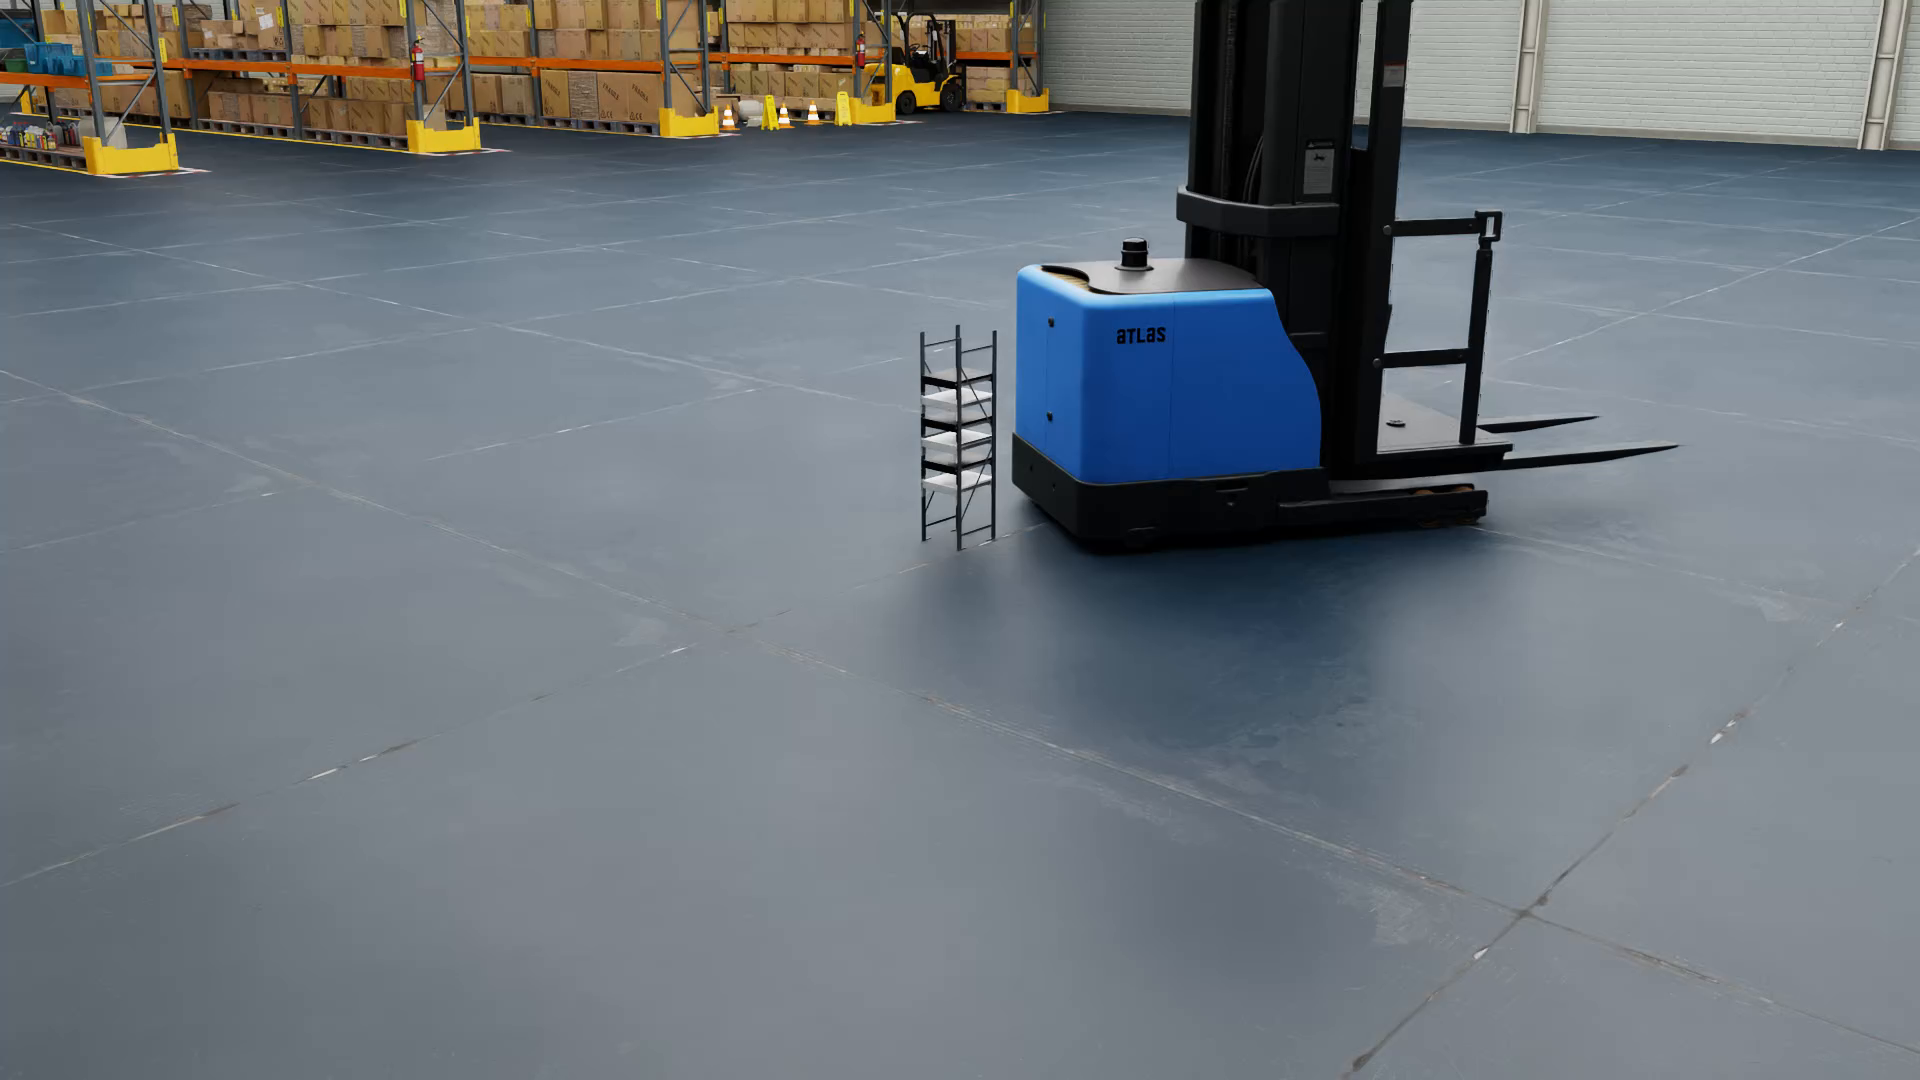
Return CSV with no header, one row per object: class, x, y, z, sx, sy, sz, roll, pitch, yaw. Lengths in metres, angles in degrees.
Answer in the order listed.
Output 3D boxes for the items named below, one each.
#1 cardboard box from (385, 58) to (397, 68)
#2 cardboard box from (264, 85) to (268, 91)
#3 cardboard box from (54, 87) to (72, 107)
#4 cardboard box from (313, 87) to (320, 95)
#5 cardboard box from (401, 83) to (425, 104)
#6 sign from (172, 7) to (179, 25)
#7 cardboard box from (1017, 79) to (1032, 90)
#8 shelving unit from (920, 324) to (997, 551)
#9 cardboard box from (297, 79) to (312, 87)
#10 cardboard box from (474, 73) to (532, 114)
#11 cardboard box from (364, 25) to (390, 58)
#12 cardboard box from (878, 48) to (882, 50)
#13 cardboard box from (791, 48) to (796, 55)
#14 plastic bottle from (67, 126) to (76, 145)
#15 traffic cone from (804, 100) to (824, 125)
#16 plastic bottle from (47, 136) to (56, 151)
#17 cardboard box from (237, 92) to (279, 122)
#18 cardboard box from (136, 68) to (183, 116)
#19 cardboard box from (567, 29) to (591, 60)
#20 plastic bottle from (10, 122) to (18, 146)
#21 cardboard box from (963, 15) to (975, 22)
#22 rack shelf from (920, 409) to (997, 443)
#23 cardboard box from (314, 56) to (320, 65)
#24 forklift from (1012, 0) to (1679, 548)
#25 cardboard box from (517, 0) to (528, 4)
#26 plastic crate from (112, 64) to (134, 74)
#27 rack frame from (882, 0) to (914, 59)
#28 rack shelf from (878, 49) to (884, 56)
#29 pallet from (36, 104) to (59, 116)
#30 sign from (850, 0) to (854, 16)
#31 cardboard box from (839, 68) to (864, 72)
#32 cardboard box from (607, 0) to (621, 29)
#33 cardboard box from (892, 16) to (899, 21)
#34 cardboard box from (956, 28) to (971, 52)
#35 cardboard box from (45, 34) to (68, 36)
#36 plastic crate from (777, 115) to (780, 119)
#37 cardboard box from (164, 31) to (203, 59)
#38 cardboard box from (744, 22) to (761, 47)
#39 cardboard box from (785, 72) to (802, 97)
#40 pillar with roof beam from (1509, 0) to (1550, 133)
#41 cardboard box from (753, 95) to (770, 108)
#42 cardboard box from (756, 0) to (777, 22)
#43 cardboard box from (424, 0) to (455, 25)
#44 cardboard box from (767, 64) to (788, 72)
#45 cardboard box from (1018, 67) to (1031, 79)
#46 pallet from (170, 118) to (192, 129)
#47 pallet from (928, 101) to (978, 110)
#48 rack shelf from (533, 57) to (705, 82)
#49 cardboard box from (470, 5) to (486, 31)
cardboard box,-9.112,-7.764,27.031,0.250,0.149,0.380,15,23,39
cardboard box,-16.565,-10.850,39.869,0.250,0.149,0.380,15,23,39
cardboard box,-19.109,-9.891,36.137,0.875,0.875,0.875,15,23,39
cardboard box,-14.619,-10.321,38.201,0.250,0.149,0.380,14,22,37
cardboard box,-11.636,-9.574,35.758,0.500,0.500,0.500,15,23,39
sign,-14.704,-9.816,31.168,0.005,0.325,0.100,15,23,39
cardboard box,1.302,-10.419,38.008,0.500,0.250,0.500,16,23,40
shelving unit,-0.006,-0.431,6.981,0.210,0.900,0.258,15,23,39
cardboard box,-15.215,-10.627,38.672,0.250,0.149,0.380,14,22,37
cardboard box,-9.221,-9.116,33.901,0.750,0.750,1.050,15,23,39
cardboard box,-9.201,-8.163,27.218,0.500,0.500,0.875,15,23,39
cardboard box,-2.027,-11.923,39.971,0.500,0.250,0.500,16,23,40
cardboard box,-3.328,-10.244,34.848,0.250,0.149,0.380,15,23,39
plastic bottle,-13.527,-6.156,25.314,0.133,0.283,0.061,15,23,39
traffic cone,-2.954,-8.611,33.481,0.334,0.463,0.336,15,23,39
plastic bottle,-13.306,-5.809,24.355,0.097,0.201,0.097,0,18,0
cardboard box,-12.971,-8.058,30.947,0.700,0.500,0.500,-16,24,-41
cardboard box,-15.502,-8.902,33.020,0.875,0.875,1.225,15,23,39
cardboard box,-6.942,-9.449,31.677,0.550,0.550,0.875,15,23,39
plastic bottle,-14.305,-6.158,25.207,0.185,0.351,0.144,16,24,41
cardboard box,0.284,-11.856,37.780,0.250,0.149,0.380,16,23,41
rack shelf,-0.006,-0.485,6.964,0.200,0.077,0.258,15,23,39
cardboard box,-10.808,-8.211,28.441,0.250,0.149,0.380,15,23,39
forklift,1.817,-1.596,7.295,3.031,2.935,1.130,-5,18,-15
cardboard box,-10.815,-13.391,41.457,0.250,0.149,0.380,15,23,38
plastic crate,-12.098,-6.790,23.984,0.250,0.136,0.298,15,23,39
rack frame,-1.476,-11.953,39.816,0.127,3.000,1.000,15,23,39
rack shelf,-2.972,-12.012,41.190,4.000,0.370,1.077,15,23,39
pallet,-19.671,-9.524,36.774,1.213,0.211,1.003,15,23,39
sign,-2.160,-10.607,33.139,0.005,0.325,0.100,15,23,39
cardboard box,-2.449,-11.281,40.930,0.625,0.625,0.875,15,23,39
cardboard box,-6.039,-9.788,30.961,0.550,0.550,0.875,15,23,39
cardboard box,-1.435,-12.320,39.245,0.250,0.149,0.380,16,23,40
cardboard box,0.208,-11.446,38.053,0.500,0.500,0.500,14,23,38
cardboard box,-19.375,-10.705,35.639,0.500,0.250,0.500,14,22,37
plastic crate,-4.138,-8.937,35.139,0.583,0.080,0.402,7,19,21
cardboard box,-14.871,-9.481,31.861,0.500,0.500,0.500,16,24,41
cardboard box,-4.233,-10.772,35.437,0.500,0.500,0.500,15,23,39
cardboard box,-3.314,-9.582,34.956,0.500,0.500,0.500,14,23,38
pillar with roof beam,7.711,-10.970,26.800,0.400,9.000,9.100,15,23,39
cardboard box,-4.099,-9.435,35.732,0.500,0.250,0.500,17,24,42
cardboard box,-3.858,-11.143,34.955,0.500,0.500,0.700,14,23,38
cardboard box,-8.585,-8.622,27.011,0.500,0.500,0.500,15,23,39
cardboard box,-3.863,-10.011,35.236,0.250,0.149,0.380,17,24,42
cardboard box,1.282,-10.655,37.926,0.500,0.250,0.500,15,23,38
pallet,-14.877,-8.236,32.715,1.213,0.211,1.003,15,23,39
pallet,0.008,-10.210,38.933,1.213,0.211,1.003,15,23,39
rack shelf,-6.482,-8.944,31.526,4.000,0.370,1.077,15,23,39
cardboard box,-9.494,-10.618,33.790,0.500,0.500,0.700,15,23,39
